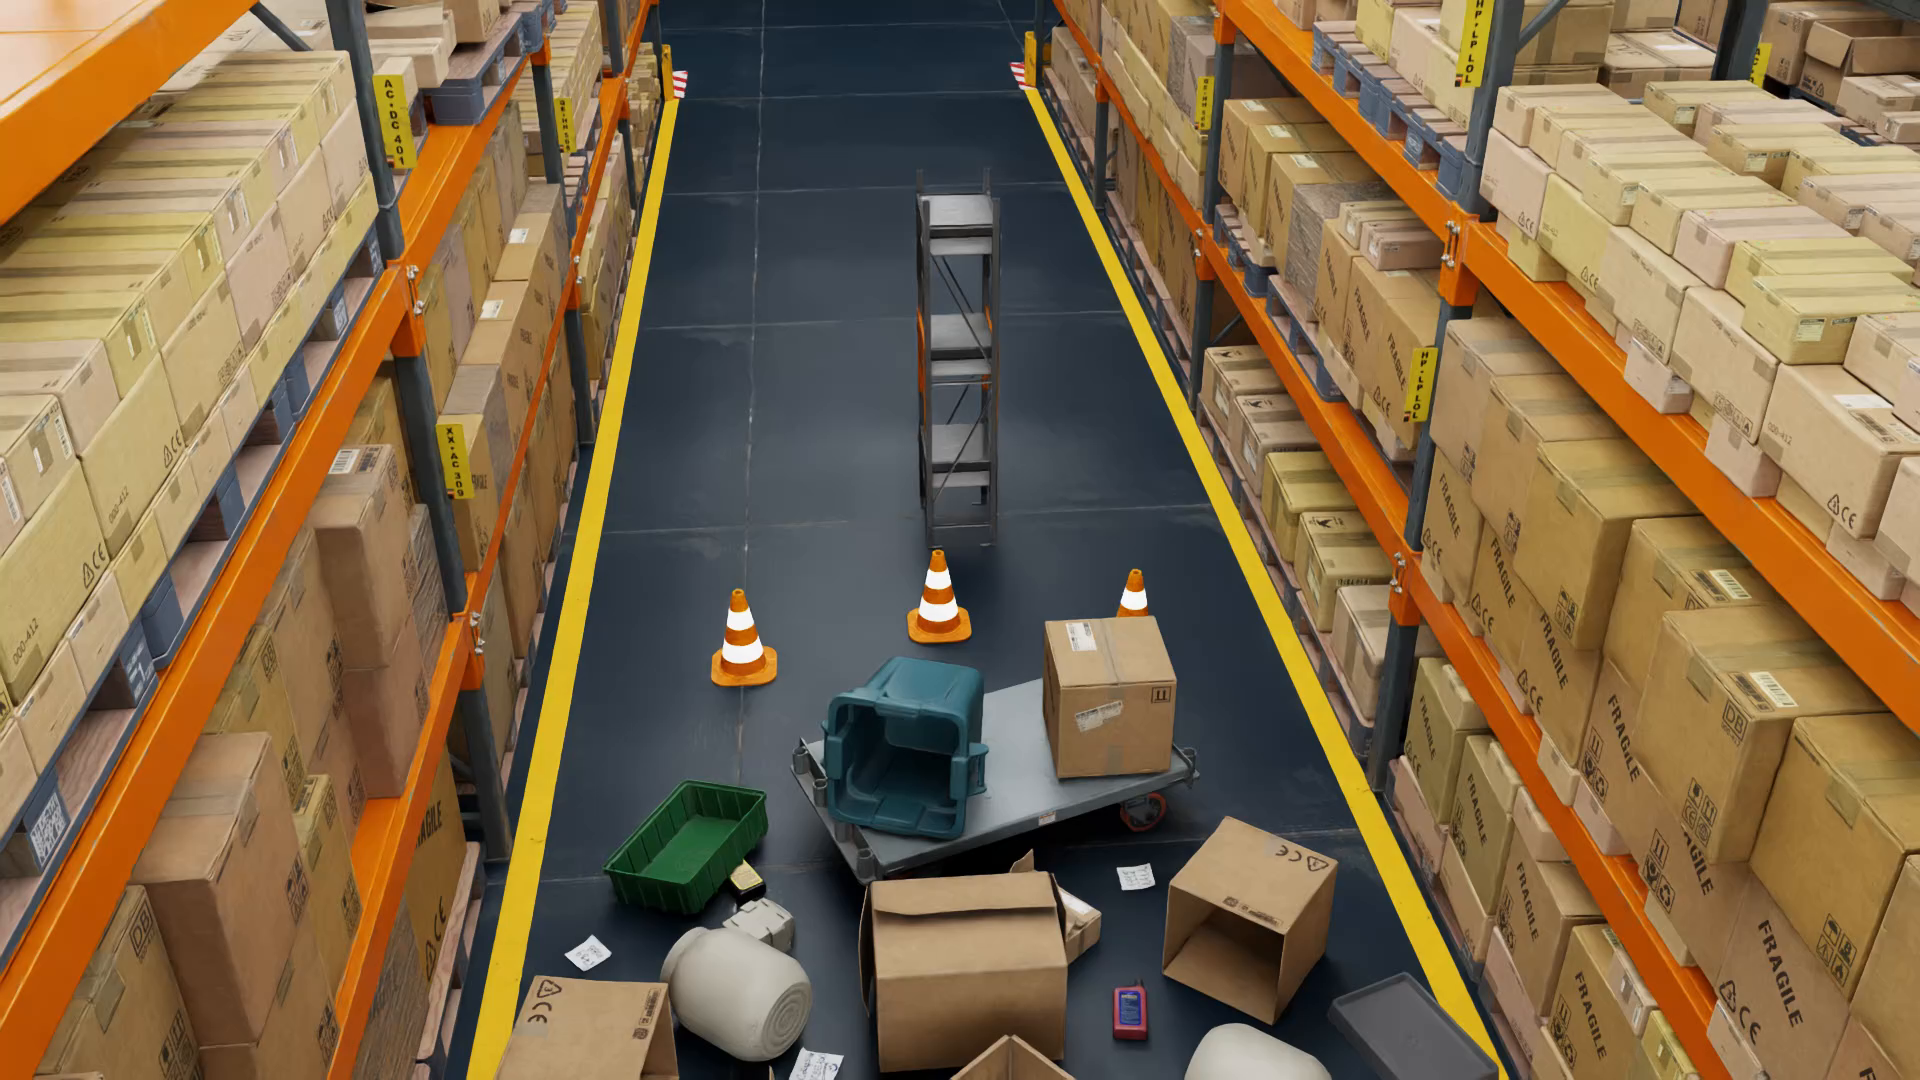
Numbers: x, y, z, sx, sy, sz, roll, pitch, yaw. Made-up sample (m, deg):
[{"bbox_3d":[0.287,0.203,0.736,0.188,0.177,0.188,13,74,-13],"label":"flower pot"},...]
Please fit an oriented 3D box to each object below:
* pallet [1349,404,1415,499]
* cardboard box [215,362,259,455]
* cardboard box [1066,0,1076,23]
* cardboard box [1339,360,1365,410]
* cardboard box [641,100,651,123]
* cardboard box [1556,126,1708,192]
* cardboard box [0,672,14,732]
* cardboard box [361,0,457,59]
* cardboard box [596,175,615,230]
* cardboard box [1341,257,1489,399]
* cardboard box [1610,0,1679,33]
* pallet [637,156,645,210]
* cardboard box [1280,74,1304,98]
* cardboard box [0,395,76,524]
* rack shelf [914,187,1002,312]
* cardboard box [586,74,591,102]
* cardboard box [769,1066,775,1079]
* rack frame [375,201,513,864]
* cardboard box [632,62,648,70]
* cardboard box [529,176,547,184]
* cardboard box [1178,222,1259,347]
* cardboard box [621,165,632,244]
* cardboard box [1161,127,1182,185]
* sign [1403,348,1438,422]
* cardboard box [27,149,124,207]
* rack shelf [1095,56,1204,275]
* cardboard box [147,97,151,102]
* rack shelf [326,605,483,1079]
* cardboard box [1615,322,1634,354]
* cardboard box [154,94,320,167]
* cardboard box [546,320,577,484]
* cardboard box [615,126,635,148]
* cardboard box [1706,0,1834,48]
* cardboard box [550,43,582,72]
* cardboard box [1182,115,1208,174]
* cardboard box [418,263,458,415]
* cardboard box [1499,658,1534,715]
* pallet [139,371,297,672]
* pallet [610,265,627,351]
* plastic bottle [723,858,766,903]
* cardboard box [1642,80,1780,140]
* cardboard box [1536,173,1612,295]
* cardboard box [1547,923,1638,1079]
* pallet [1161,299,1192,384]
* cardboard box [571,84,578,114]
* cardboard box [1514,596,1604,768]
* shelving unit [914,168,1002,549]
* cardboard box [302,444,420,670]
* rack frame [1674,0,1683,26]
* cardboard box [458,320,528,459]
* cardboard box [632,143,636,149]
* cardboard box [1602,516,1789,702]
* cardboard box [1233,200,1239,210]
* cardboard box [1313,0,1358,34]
[{"bbox_3d":[2.494,-0.473,7.805,1.003,0.211,1.213,-3,31,-5],"label":"pallet"},{"bbox_3d":[-2.003,-0.323,4.179,0.380,0.149,0.250,-3,31,-5],"label":"cardboard box"},{"bbox_3d":[1.260,-5.029,15.147,0.500,0.500,0.500,-3,31,-5],"label":"cardboard box"},{"bbox_3d":[2.030,-0.746,7.909,0.380,0.149,0.250,-3,31,-5],"label":"cardboard box"},{"bbox_3d":[-3.116,-4.025,15.644,0.380,0.149,0.250,-2,31,-4],"label":"cardboard box"},{"bbox_3d":[2.194,-1.238,5.440,0.380,0.149,0.250,-4,31,-6],"label":"cardboard box"},{"bbox_3d":[-1.915,0.339,2.681,0.500,0.250,0.500,-3,31,-5],"label":"cardboard box"},{"bbox_3d":[-2.463,-2.289,7.356,0.396,0.266,0.258,-3,31,-5],"label":"cardboard box"},{"bbox_3d":[-2.827,-2.483,12.279,0.500,0.250,0.500,-4,31,-7],"label":"cardboard box"},{"bbox_3d":[2.101,-0.987,7.681,0.500,0.500,0.500,-3,31,-4],"label":"cardboard box"},{"bbox_3d":[2.708,-2.348,7.081,0.500,0.250,0.500,-3,31,-6],"label":"cardboard box"},{"bbox_3d":[-3.344,-3.098,14.732,1.003,0.211,1.213,-3,31,-5],"label":"pallet"},{"bbox_3d":[2.244,-2.936,10.669,0.500,0.500,0.500,-4,31,-6],"label":"cardboard box"},{"bbox_3d":[-1.909,-0.146,3.106,0.380,0.149,0.250,-2,31,-4],"label":"cardboard box"},{"bbox_3d":[-0.015,-1.575,9.002,0.431,0.518,0.480,-3,31,-5],"label":"rack shelf"},{"bbox_3d":[-2.911,-3.304,12.192,0.380,0.149,0.250,-4,31,-7],"label":"cardboard box"},{"bbox_3d":[-0.505,2.093,5.987,0.396,0.266,0.258,2,31,4],"label":"cardboard box"},{"bbox_3d":[-2.499,0.130,6.607,1.000,3.000,0.127,-3,31,-5],"label":"rack frame"},{"bbox_3d":[-3.240,-4.558,16.246,0.380,0.149,0.250,-4,31,-7],"label":"cardboard box"},{"bbox_3d":[-2.713,-2.223,10.382,0.380,0.149,0.250,-3,31,-5],"label":"cardboard box"},{"bbox_3d":[2.065,-1.825,11.544,0.875,0.875,0.875,-3,31,-5],"label":"cardboard box"},{"bbox_3d":[-2.926,-2.696,13.366,0.500,0.500,0.500,-3,31,-6],"label":"cardboard box"},{"bbox_3d":[1.677,-2.642,11.395,0.500,0.250,0.500,-2,31,-4],"label":"cardboard box"},{"bbox_3d":[1.868,-0.627,6.746,0.100,0.325,0.005,-3,31,-5],"label":"sign"},{"bbox_3d":[-2.683,-0.923,4.795,0.500,0.250,0.500,-3,31,-5],"label":"cardboard box"},{"bbox_3d":[1.859,-2.913,12.404,1.077,0.370,4.000,-3,31,-5],"label":"rack shelf"},{"bbox_3d":[-8.428,-4.756,16.449,0.875,0.875,0.875,-3,31,-5],"label":"cardboard box"},{"bbox_3d":[-2.312,1.460,5.082,1.077,0.370,4.000,-3,31,-5],"label":"rack shelf"},{"bbox_3d":[2.305,-0.643,5.222,0.380,0.149,0.250,-4,31,-6],"label":"cardboard box"},{"bbox_3d":[-2.101,-1.187,4.847,0.380,0.149,0.250,-3,31,-5],"label":"cardboard box"},{"bbox_3d":[-2.905,-0.811,9.968,1.050,0.750,0.750,-3,31,-5],"label":"cardboard box"},{"bbox_3d":[-3.039,-3.495,14.467,0.380,0.149,0.250,-1,31,-2],"label":"cardboard box"},{"bbox_3d":[6.485,-4.184,13.323,0.700,0.500,0.500,-2,31,-4],"label":"cardboard box"},{"bbox_3d":[-2.893,-3.421,11.808,0.380,0.149,0.250,-4,31,-7],"label":"cardboard box"},{"bbox_3d":[1.748,-2.586,10.814,0.500,0.250,0.500,-3,31,-5],"label":"cardboard box"},{"bbox_3d":[-2.601,-0.858,7.189,0.700,0.500,0.500,-3,31,-5],"label":"cardboard box"},{"bbox_3d":[2.249,0.514,6.210,0.380,0.149,0.250,-2,31,-3],"label":"cardboard box"},{"bbox_3d":[-2.322,-0.080,4.120,1.003,0.211,1.213,-3,31,-5],"label":"pallet"},{"bbox_3d":[-3.055,-1.735,12.450,1.003,0.211,1.213,-3,31,-5],"label":"pallet"},{"bbox_3d":[-0.970,1.460,7.246,0.133,0.061,0.283,-20,36,-30],"label":"plastic bottle"},{"bbox_3d":[2.667,-1.529,5.928,0.380,0.149,0.250,-2,31,-4],"label":"cardboard box"},{"bbox_3d":[2.246,-1.009,5.446,0.500,0.250,0.500,-3,31,-5],"label":"cardboard box"},{"bbox_3d":[2.367,1.641,5.618,0.500,0.500,0.500,-3,31,-6],"label":"cardboard box"},{"bbox_3d":[2.048,-1.410,11.905,1.003,0.211,1.213,-3,31,-5],"label":"pallet"},{"bbox_3d":[-2.840,-3.026,11.437,0.380,0.149,0.250,-3,31,-5],"label":"cardboard box"},{"bbox_3d":[2.288,0.421,5.733,0.500,0.500,0.500,-3,31,-5],"label":"cardboard box"},{"bbox_3d":[-0.015,-0.986,9.354,0.431,2.100,0.503,-3,31,-5],"label":"shelving unit"},{"bbox_3d":[-2.331,0.067,5.513,0.875,0.550,0.550,-3,31,-5],"label":"cardboard box"},{"bbox_3d":[6.614,-4.483,14.330,1.000,3.000,0.127,-3,31,-5],"label":"rack frame"},{"bbox_3d":[-2.372,-0.707,7.912,0.500,0.500,0.500,-3,31,-5],"label":"cardboard box"},{"bbox_3d":[-3.134,-3.499,15.054,0.380,0.149,0.250,-3,31,-6],"label":"cardboard box"},{"bbox_3d":[2.430,0.258,5.031,0.700,0.500,0.500,-3,31,-5],"label":"cardboard box"},{"bbox_3d":[1.892,-2.098,10.174,0.380,0.149,0.250,-4,31,-7],"label":"cardboard box"},{"bbox_3d":[2.217,-2.755,8.413,0.797,0.503,0.637,-3,31,-5],"label":"cardboard box"}]
